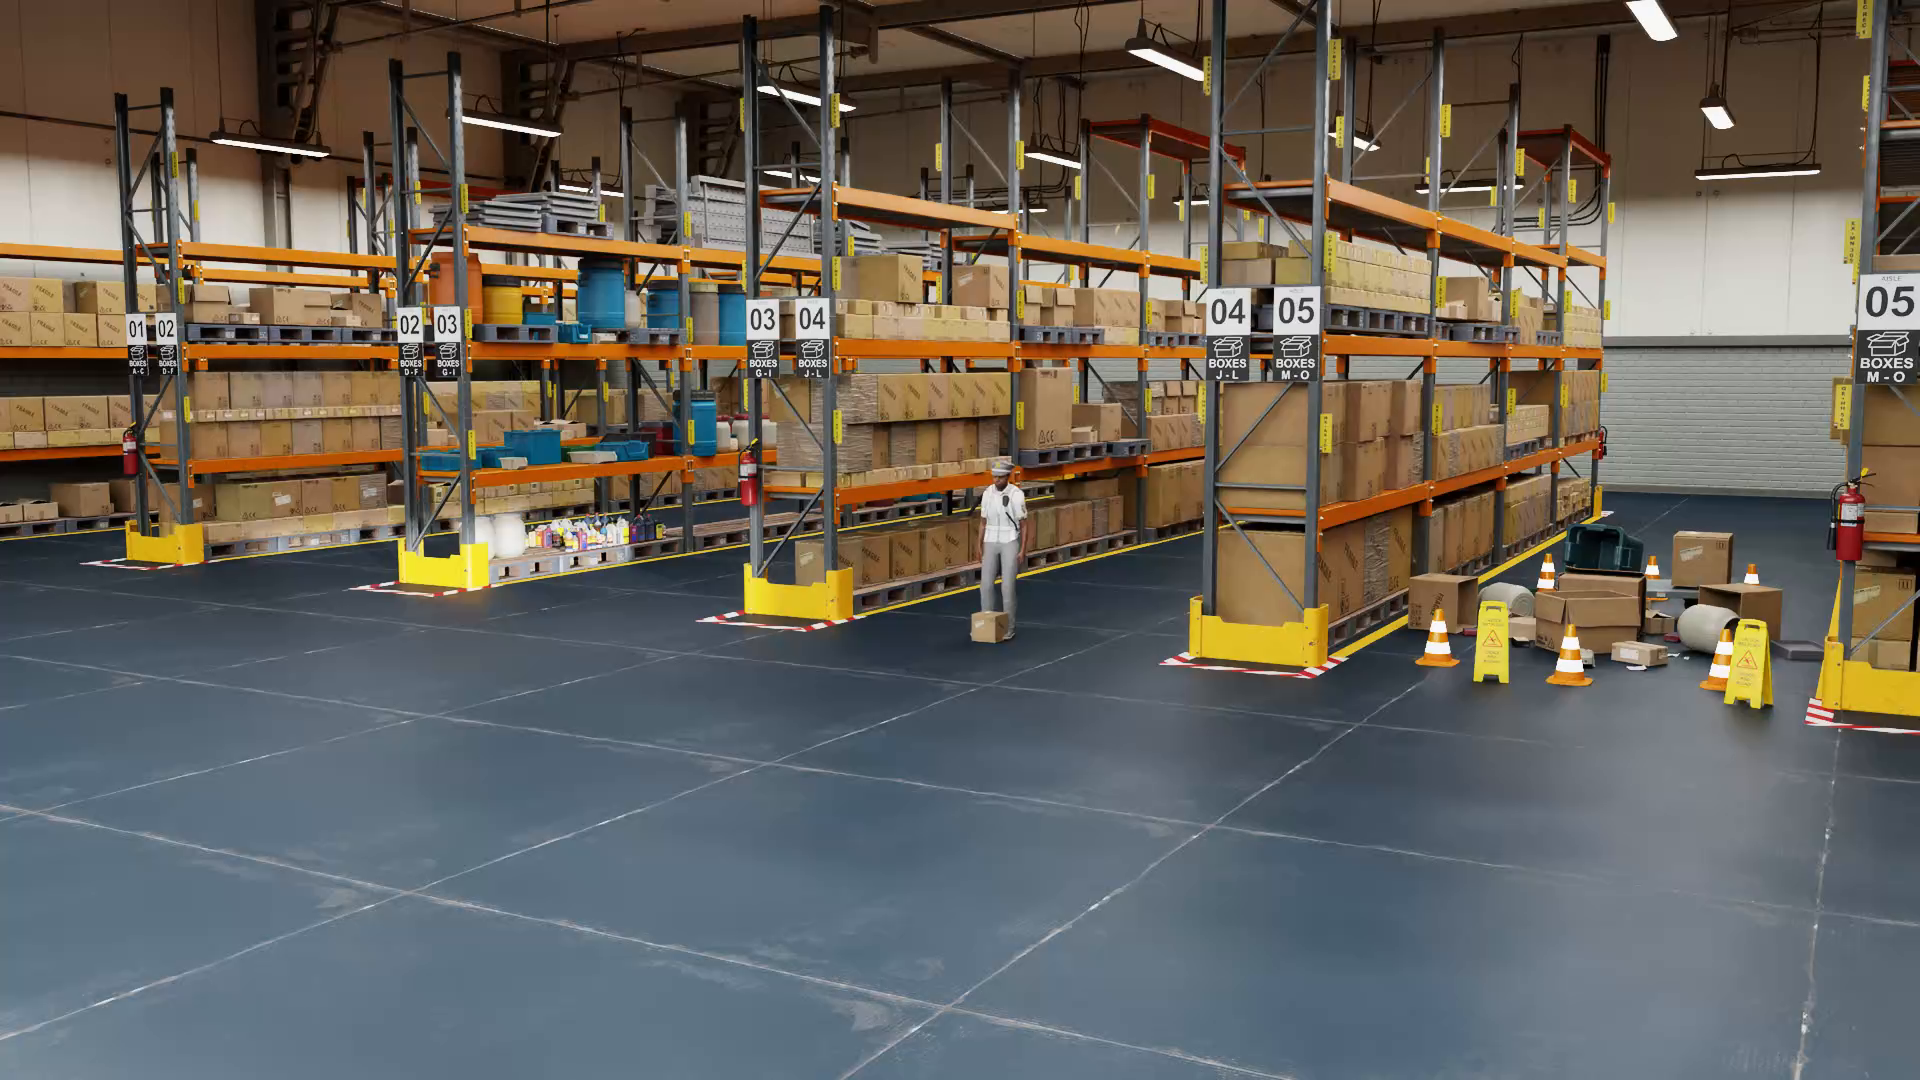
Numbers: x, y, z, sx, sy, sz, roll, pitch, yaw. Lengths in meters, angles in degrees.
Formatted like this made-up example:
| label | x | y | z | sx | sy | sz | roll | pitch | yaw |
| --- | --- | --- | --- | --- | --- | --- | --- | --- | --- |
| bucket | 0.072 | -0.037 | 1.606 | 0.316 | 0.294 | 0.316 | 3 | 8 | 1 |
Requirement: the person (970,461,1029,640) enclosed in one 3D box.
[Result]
| label | x | y | z | sx | sy | sz | roll | pitch | yaw |
| --- | --- | --- | --- | --- | --- | --- | --- | --- | --- |
| person | 0.377 | 0.083 | 15.564 | 0.532 | 1.664 | 0.421 | 3 | 7 | 26 |
